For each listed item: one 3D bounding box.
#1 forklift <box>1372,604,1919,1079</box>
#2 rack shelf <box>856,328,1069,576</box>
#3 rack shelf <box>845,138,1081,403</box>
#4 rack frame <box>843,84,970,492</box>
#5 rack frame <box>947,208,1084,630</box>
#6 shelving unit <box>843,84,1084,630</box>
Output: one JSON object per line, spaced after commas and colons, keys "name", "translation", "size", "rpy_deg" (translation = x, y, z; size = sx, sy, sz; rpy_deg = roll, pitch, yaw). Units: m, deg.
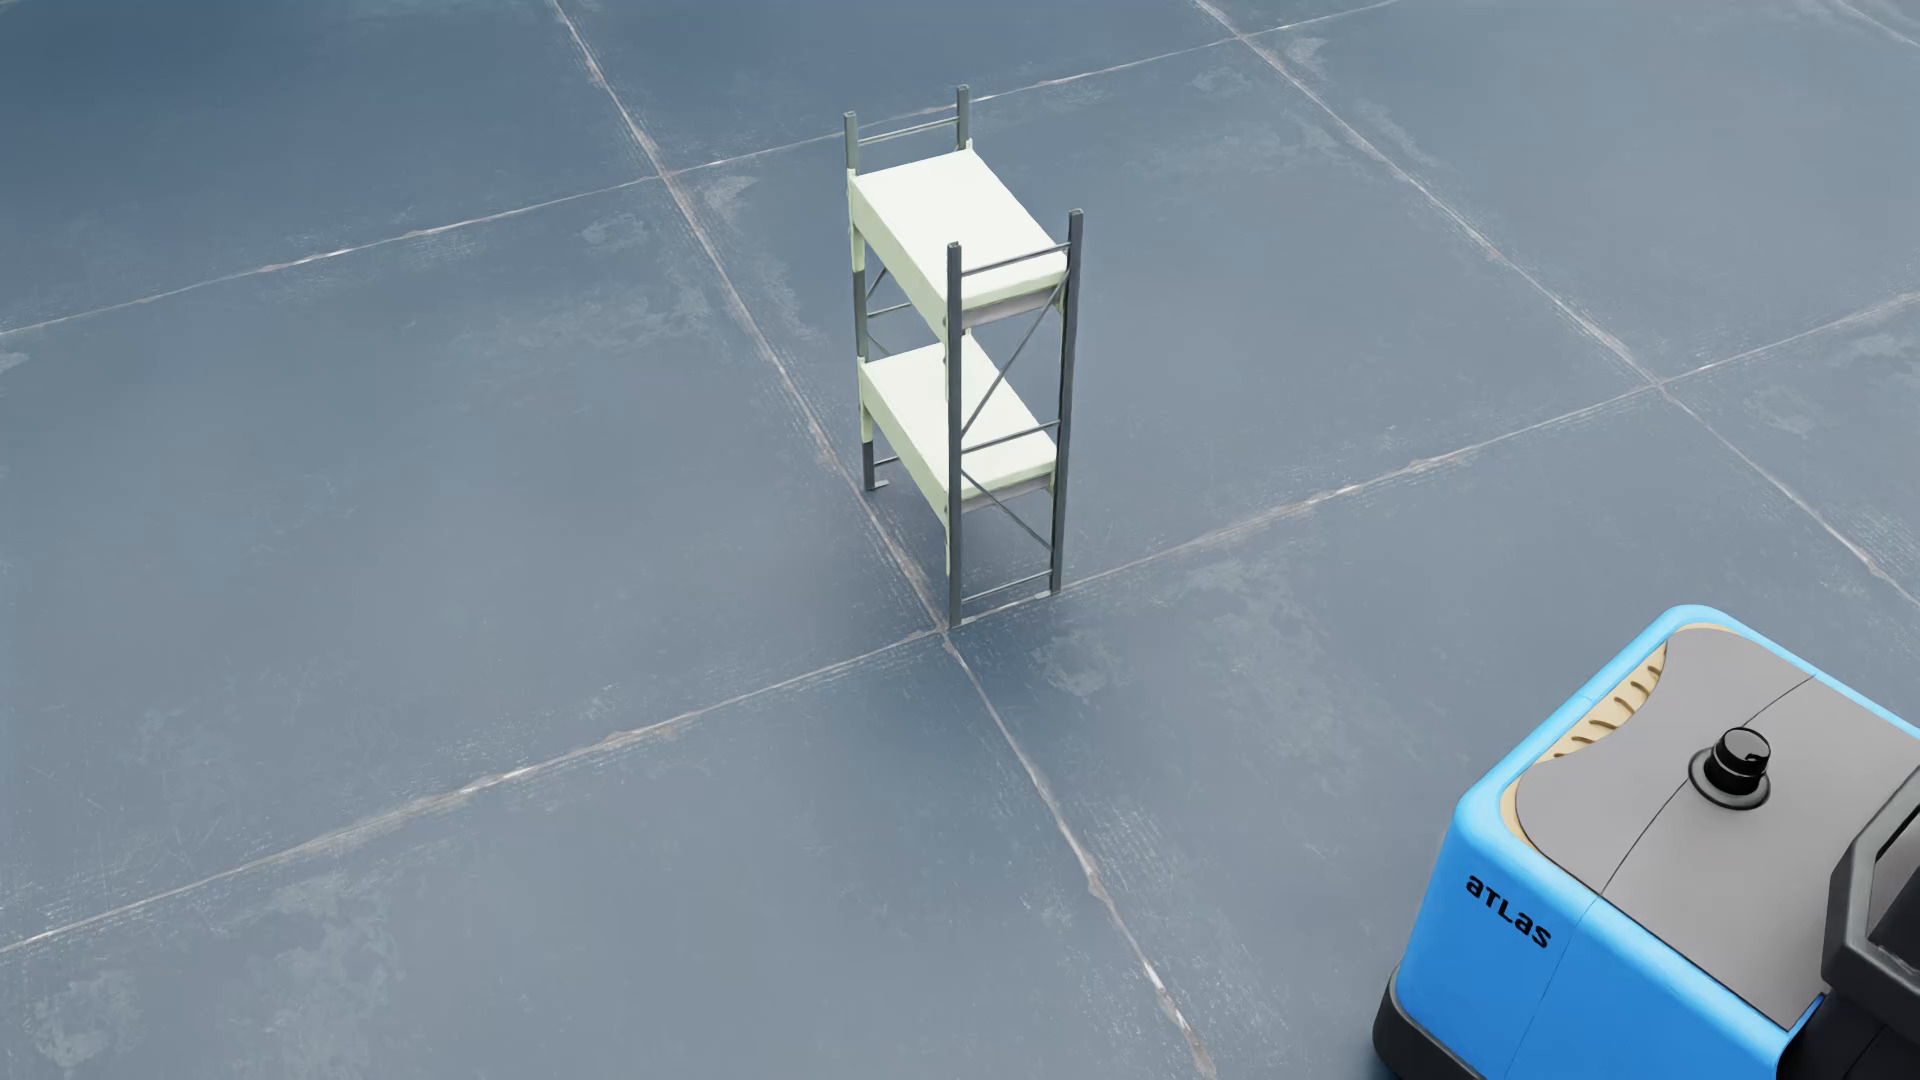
{"name": "forklift", "translation": [2.434, 0.849, 2.803], "size": [1.130, 2.935, 3.031], "rpy_deg": [-32, 53, -29]}
{"name": "rack shelf", "translation": [-0.003, -0.306, 5.457], "size": [0.431, 0.370, 0.720], "rpy_deg": [-18, 47, -17]}
{"name": "rack shelf", "translation": [-0.003, -0.816, 4.953], "size": [0.431, 0.370, 0.720], "rpy_deg": [-18, 47, -17]}
{"name": "rack frame", "translation": [-0.157, -0.771, 5.464], "size": [0.400, 1.500, 0.023], "rpy_deg": [-18, 47, -17]}
{"name": "rack frame", "translation": [0.151, -0.305, 4.991], "size": [0.400, 1.500, 0.023], "rpy_deg": [-18, 47, -17]}
{"name": "shelving unit", "translation": [-0.003, -0.538, 5.228], "size": [0.431, 1.500, 0.755], "rpy_deg": [-18, 47, -17]}
